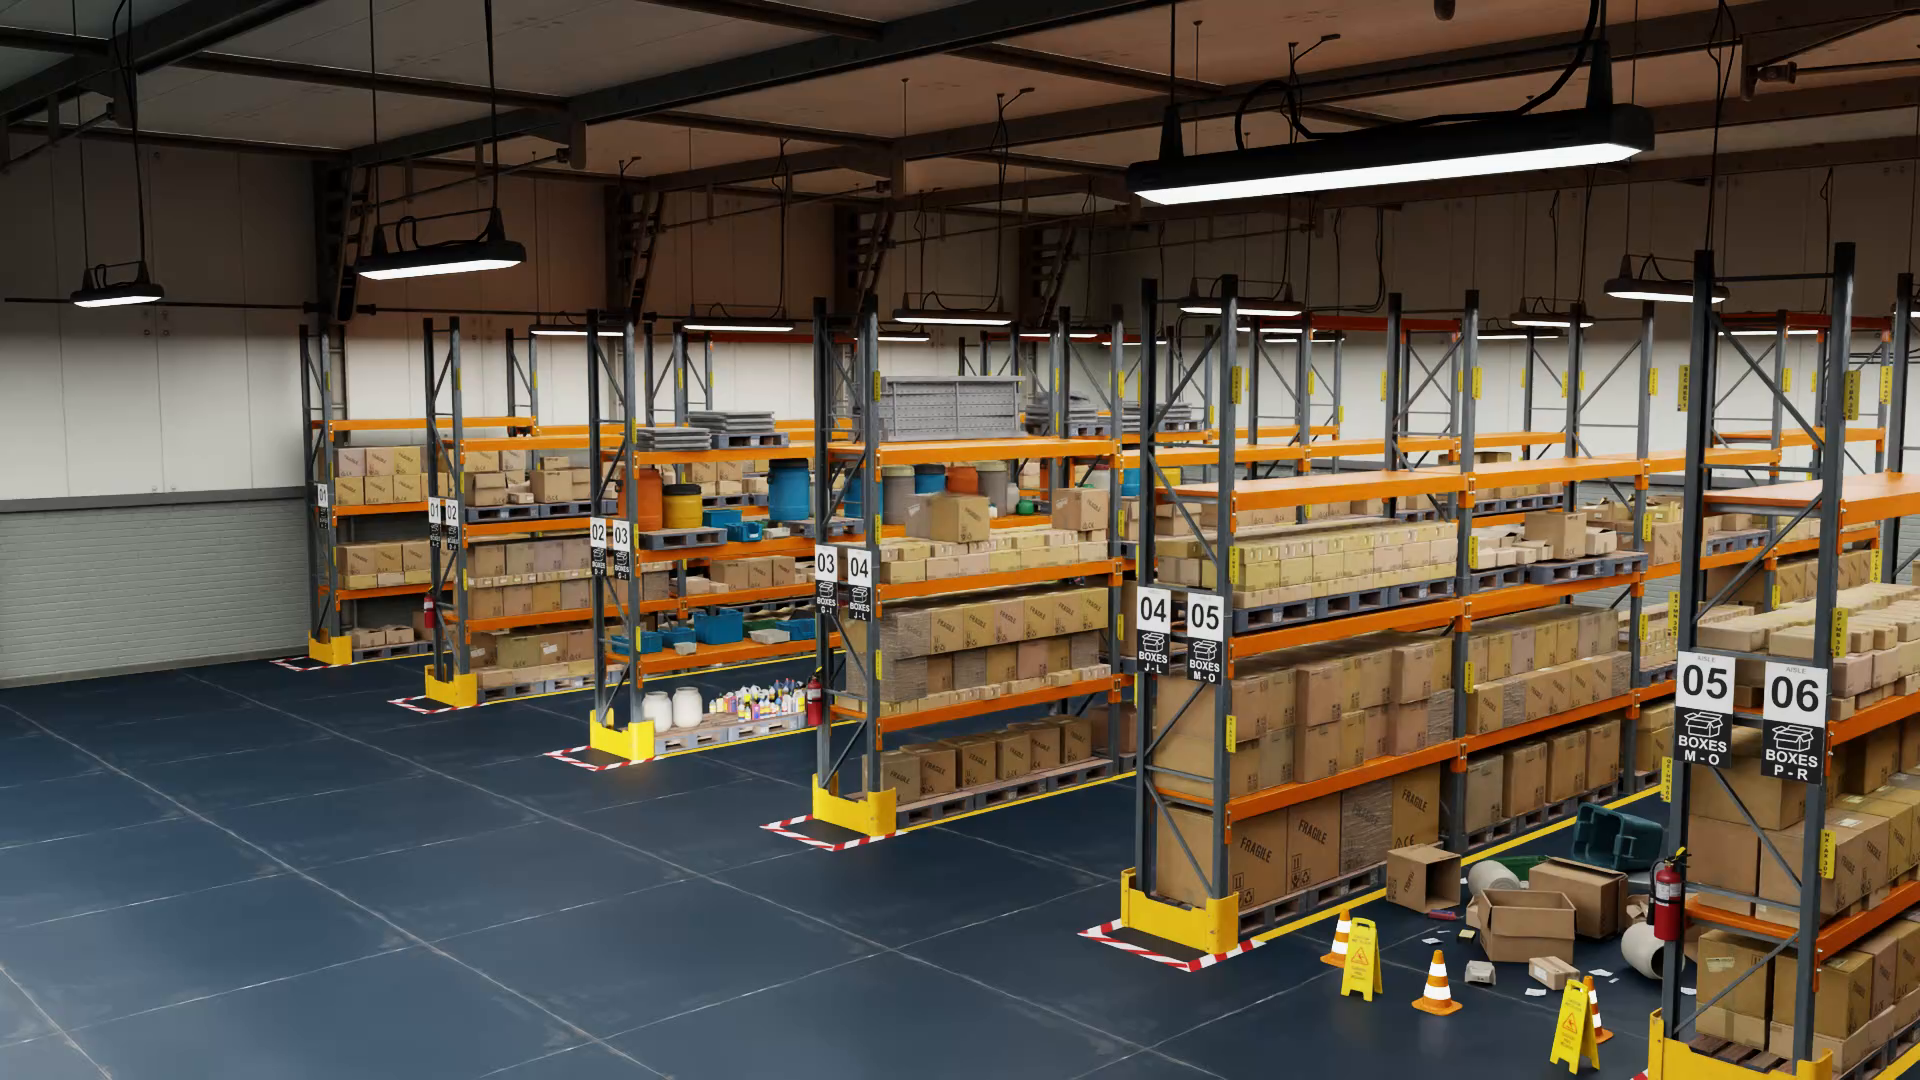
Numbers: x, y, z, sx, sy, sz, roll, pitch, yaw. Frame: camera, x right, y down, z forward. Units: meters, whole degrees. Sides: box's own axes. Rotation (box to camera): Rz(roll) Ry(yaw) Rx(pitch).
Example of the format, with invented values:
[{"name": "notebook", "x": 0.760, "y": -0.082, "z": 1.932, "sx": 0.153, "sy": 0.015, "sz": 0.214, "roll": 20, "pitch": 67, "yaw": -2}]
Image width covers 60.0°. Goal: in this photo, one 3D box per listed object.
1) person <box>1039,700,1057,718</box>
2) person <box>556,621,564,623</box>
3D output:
[{"name": "person", "x": 1.253, "y": 1.904, "z": 24.464, "sx": 0.760, "sy": 1.586, "sz": 0.551, "roll": -4, "pitch": 7, "yaw": -33}, {"name": "person", "x": -7.453, "y": 1.295, "z": 30.375, "sx": 0.439, "sy": 1.583, "sz": 0.429, "roll": -3, "pitch": 6, "yaw": -27}]
